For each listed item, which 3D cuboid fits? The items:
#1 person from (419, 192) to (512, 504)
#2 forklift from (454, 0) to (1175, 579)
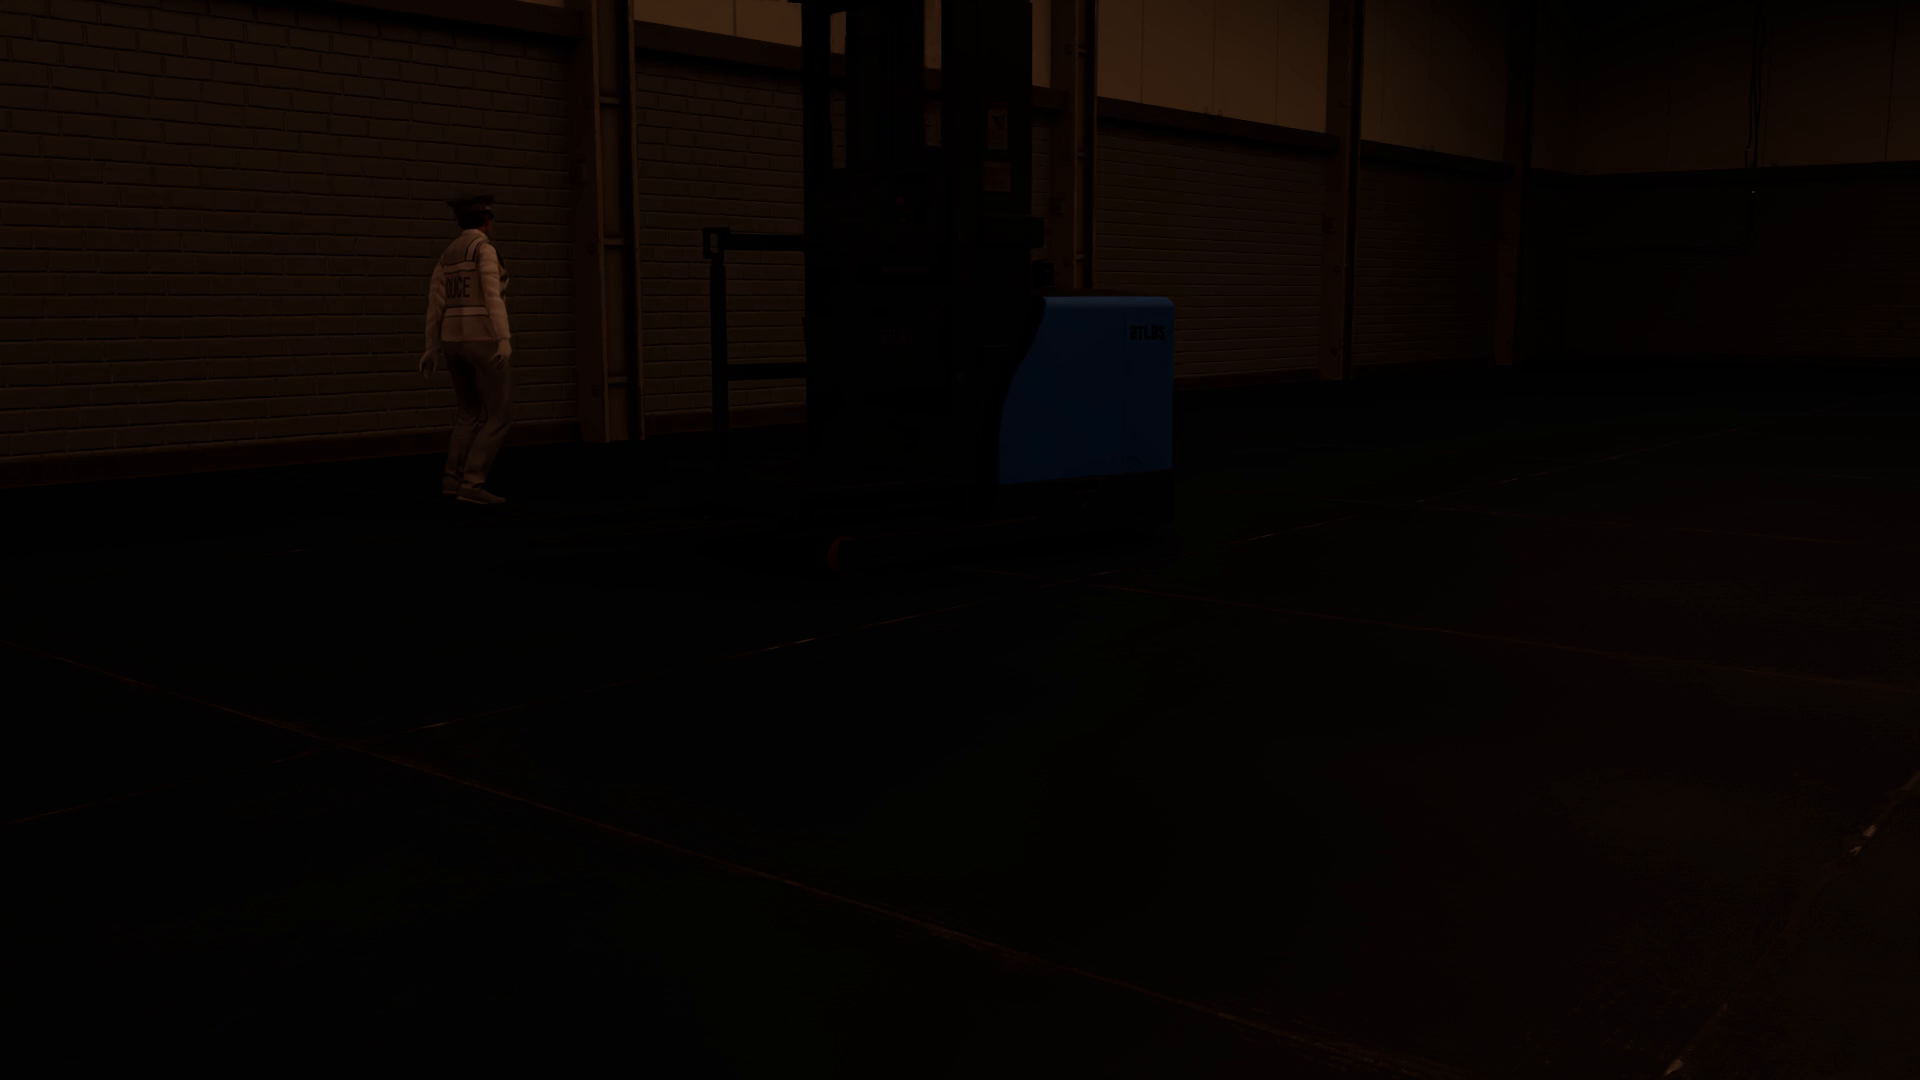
[{"bbox_3d":[-2.568,-1.000,8.753,0.796,1.640,0.417,7,11,42],"label":"person"},{"bbox_3d":[-0.513,-1.387,6.760,3.031,2.935,1.130,-6,11,-37],"label":"forklift"}]
